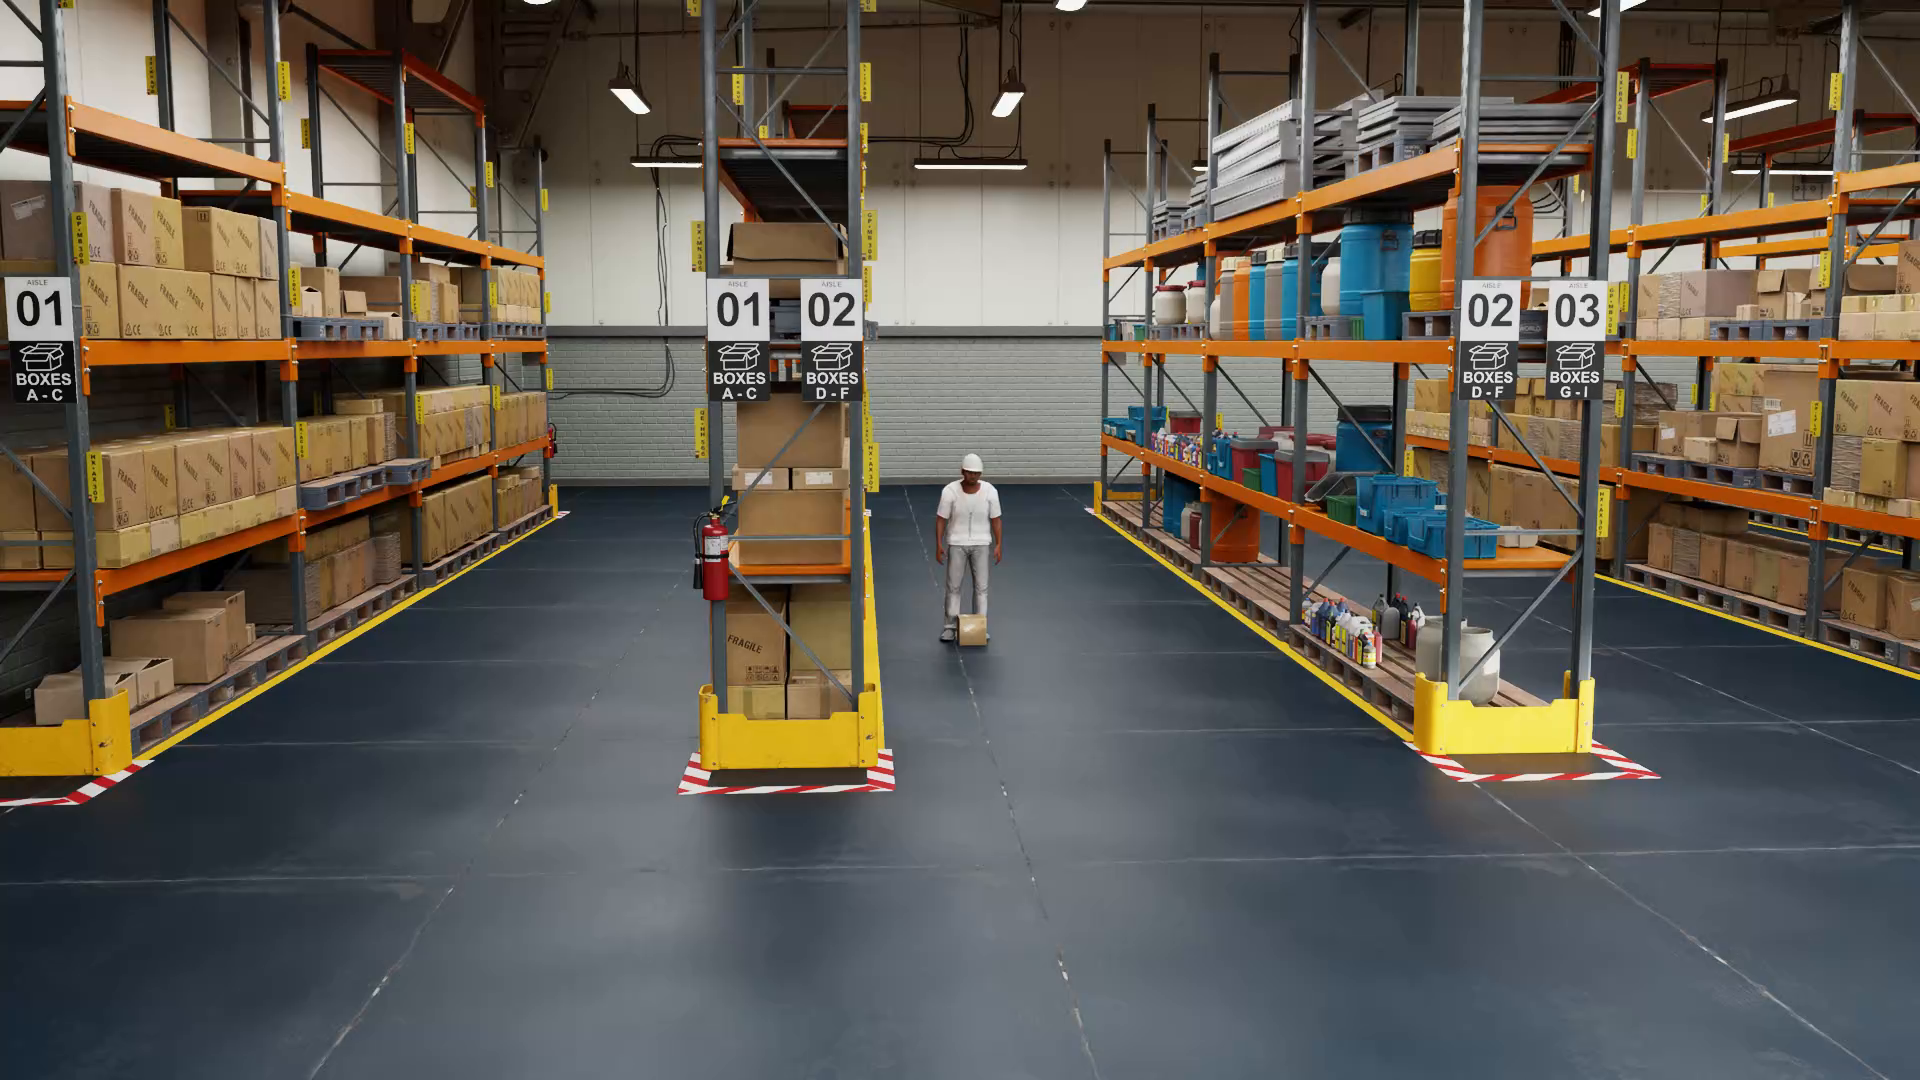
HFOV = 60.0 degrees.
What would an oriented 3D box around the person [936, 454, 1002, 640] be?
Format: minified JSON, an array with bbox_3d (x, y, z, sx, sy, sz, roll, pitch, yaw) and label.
[{"bbox_3d":[0.085,0.065,15.635,0.634,1.757,0.463,-1,7,-5],"label":"person"}]
